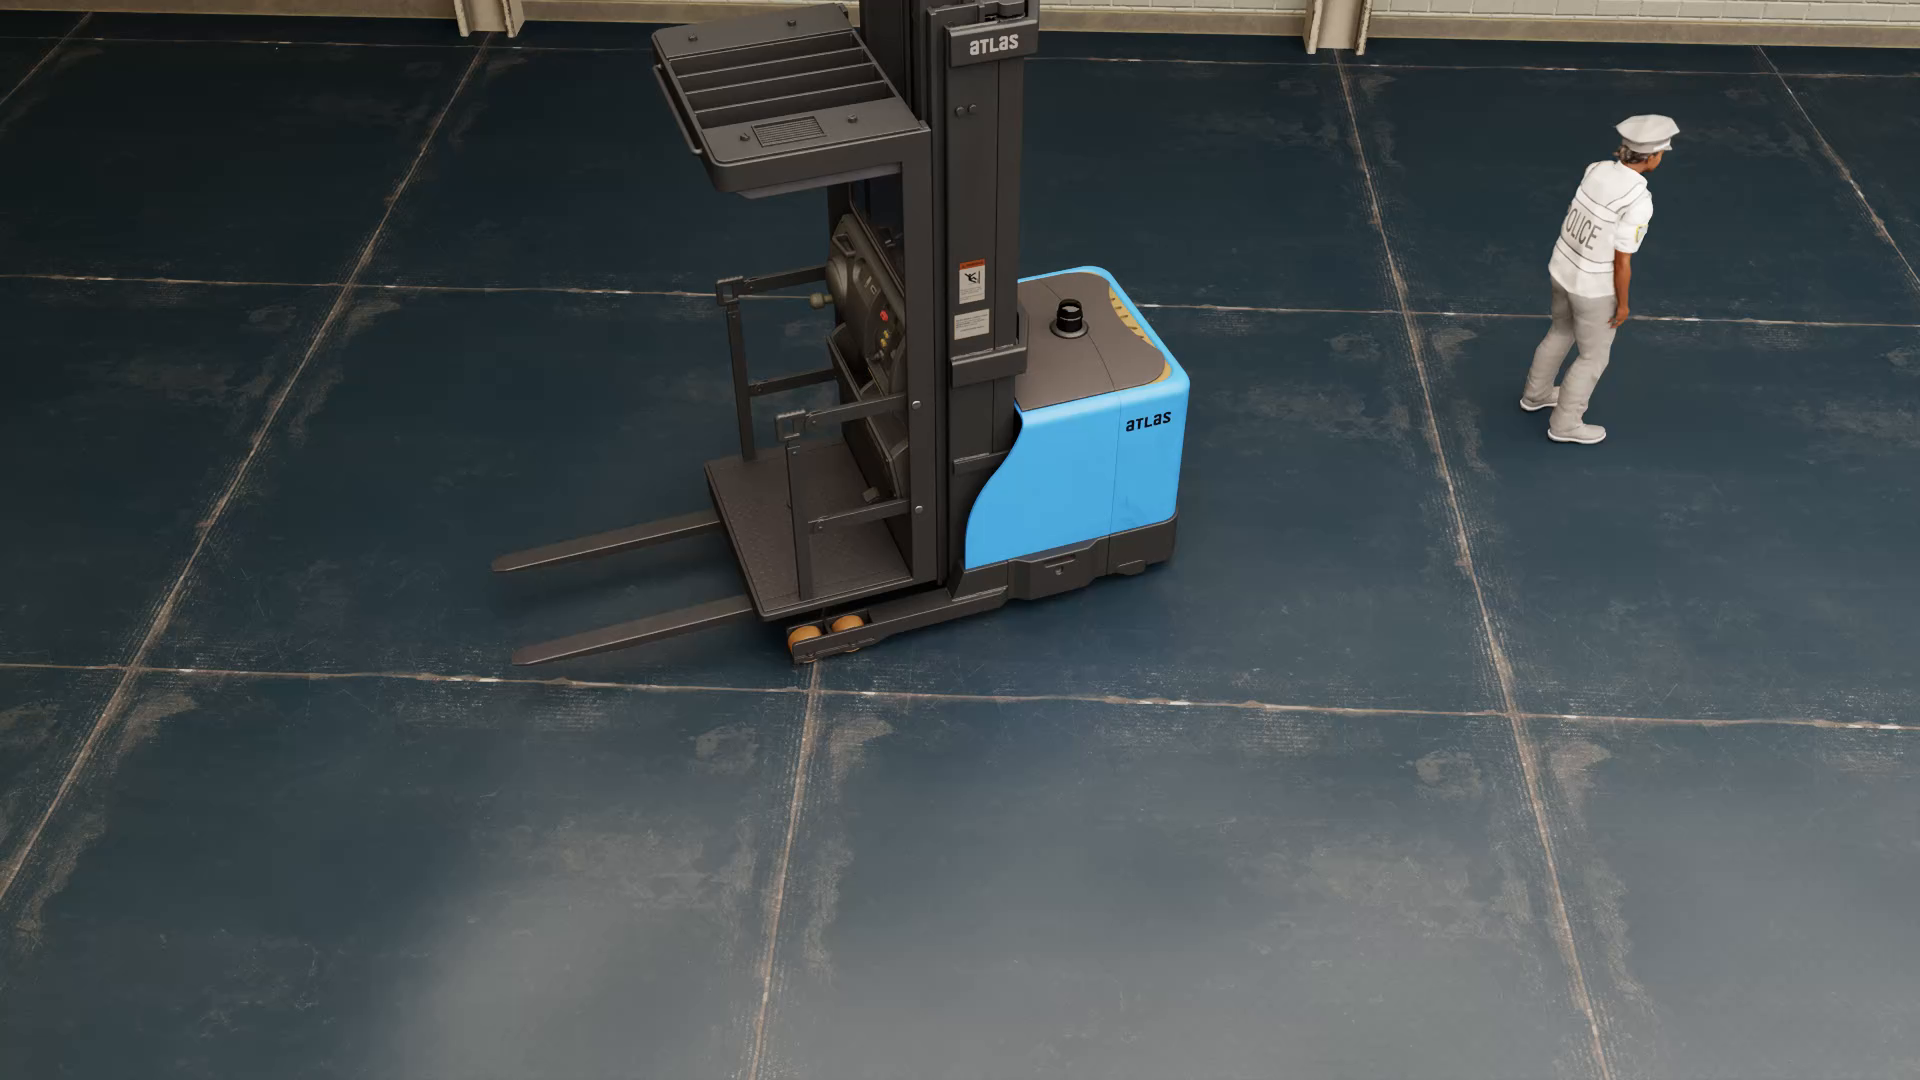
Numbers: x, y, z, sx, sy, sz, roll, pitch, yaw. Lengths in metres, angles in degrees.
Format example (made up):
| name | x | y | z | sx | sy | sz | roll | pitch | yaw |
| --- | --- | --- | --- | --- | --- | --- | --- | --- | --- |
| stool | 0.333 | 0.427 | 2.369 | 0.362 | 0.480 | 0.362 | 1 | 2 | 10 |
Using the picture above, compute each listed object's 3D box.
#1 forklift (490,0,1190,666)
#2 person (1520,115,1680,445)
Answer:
| name | x | y | z | sx | sy | sz | roll | pitch | yaw |
| --- | --- | --- | --- | --- | --- | --- | --- | --- | --- |
| forklift | -0.573 | -0.945 | 6.778 | 3.031 | 2.935 | 1.130 | -13 | 44 | -14 |
| person | 3.073 | -1.247 | 8.054 | 0.399 | 1.657 | 0.513 | -11 | 44 | -12 |
